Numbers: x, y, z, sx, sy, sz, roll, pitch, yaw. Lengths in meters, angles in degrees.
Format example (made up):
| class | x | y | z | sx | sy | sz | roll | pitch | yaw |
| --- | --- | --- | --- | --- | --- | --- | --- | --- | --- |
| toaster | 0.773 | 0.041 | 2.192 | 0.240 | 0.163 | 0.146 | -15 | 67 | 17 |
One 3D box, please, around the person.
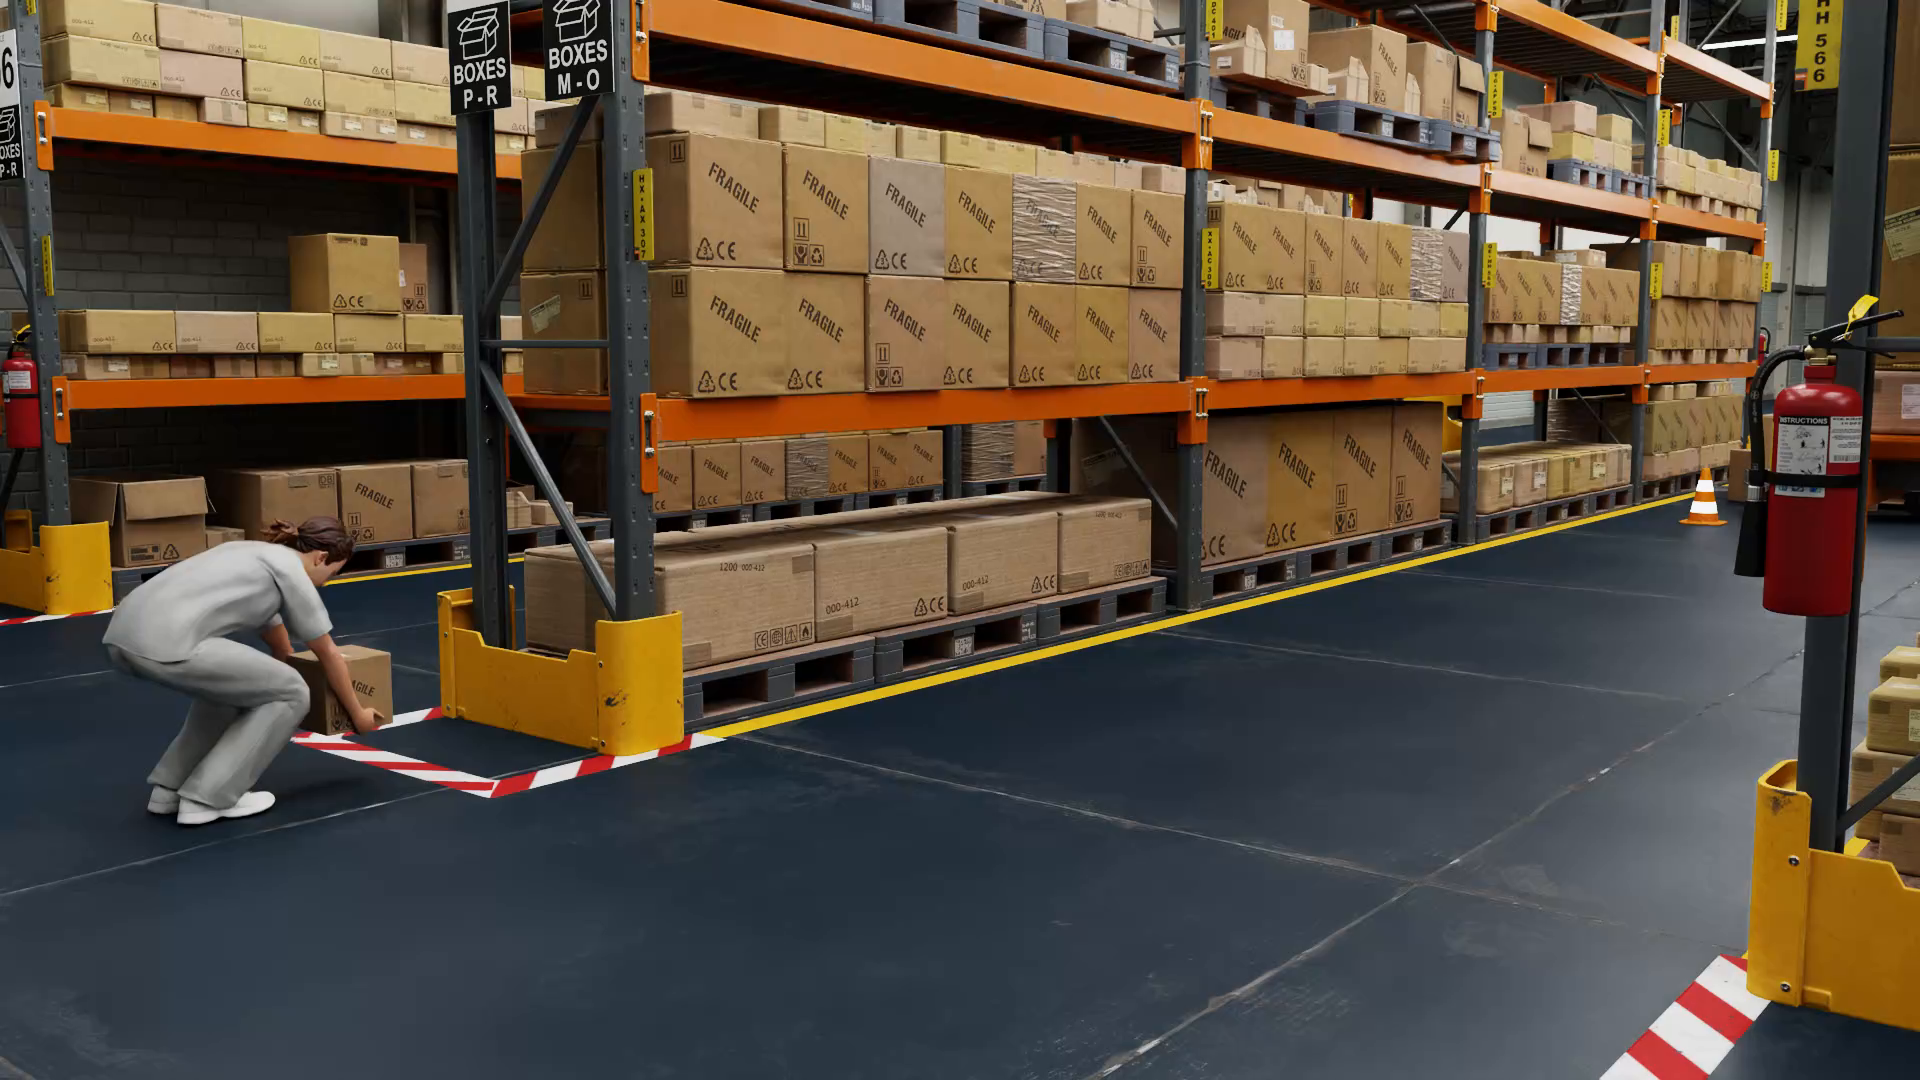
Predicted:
| class | x | y | z | sx | sy | sz | roll | pitch | yaw |
| --- | --- | --- | --- | --- | --- | --- | --- | --- | --- |
| person | -2.355 | 0.405 | 5.472 | 0.469 | 0.938 | 0.842 | 5 | 8 | 37 |
